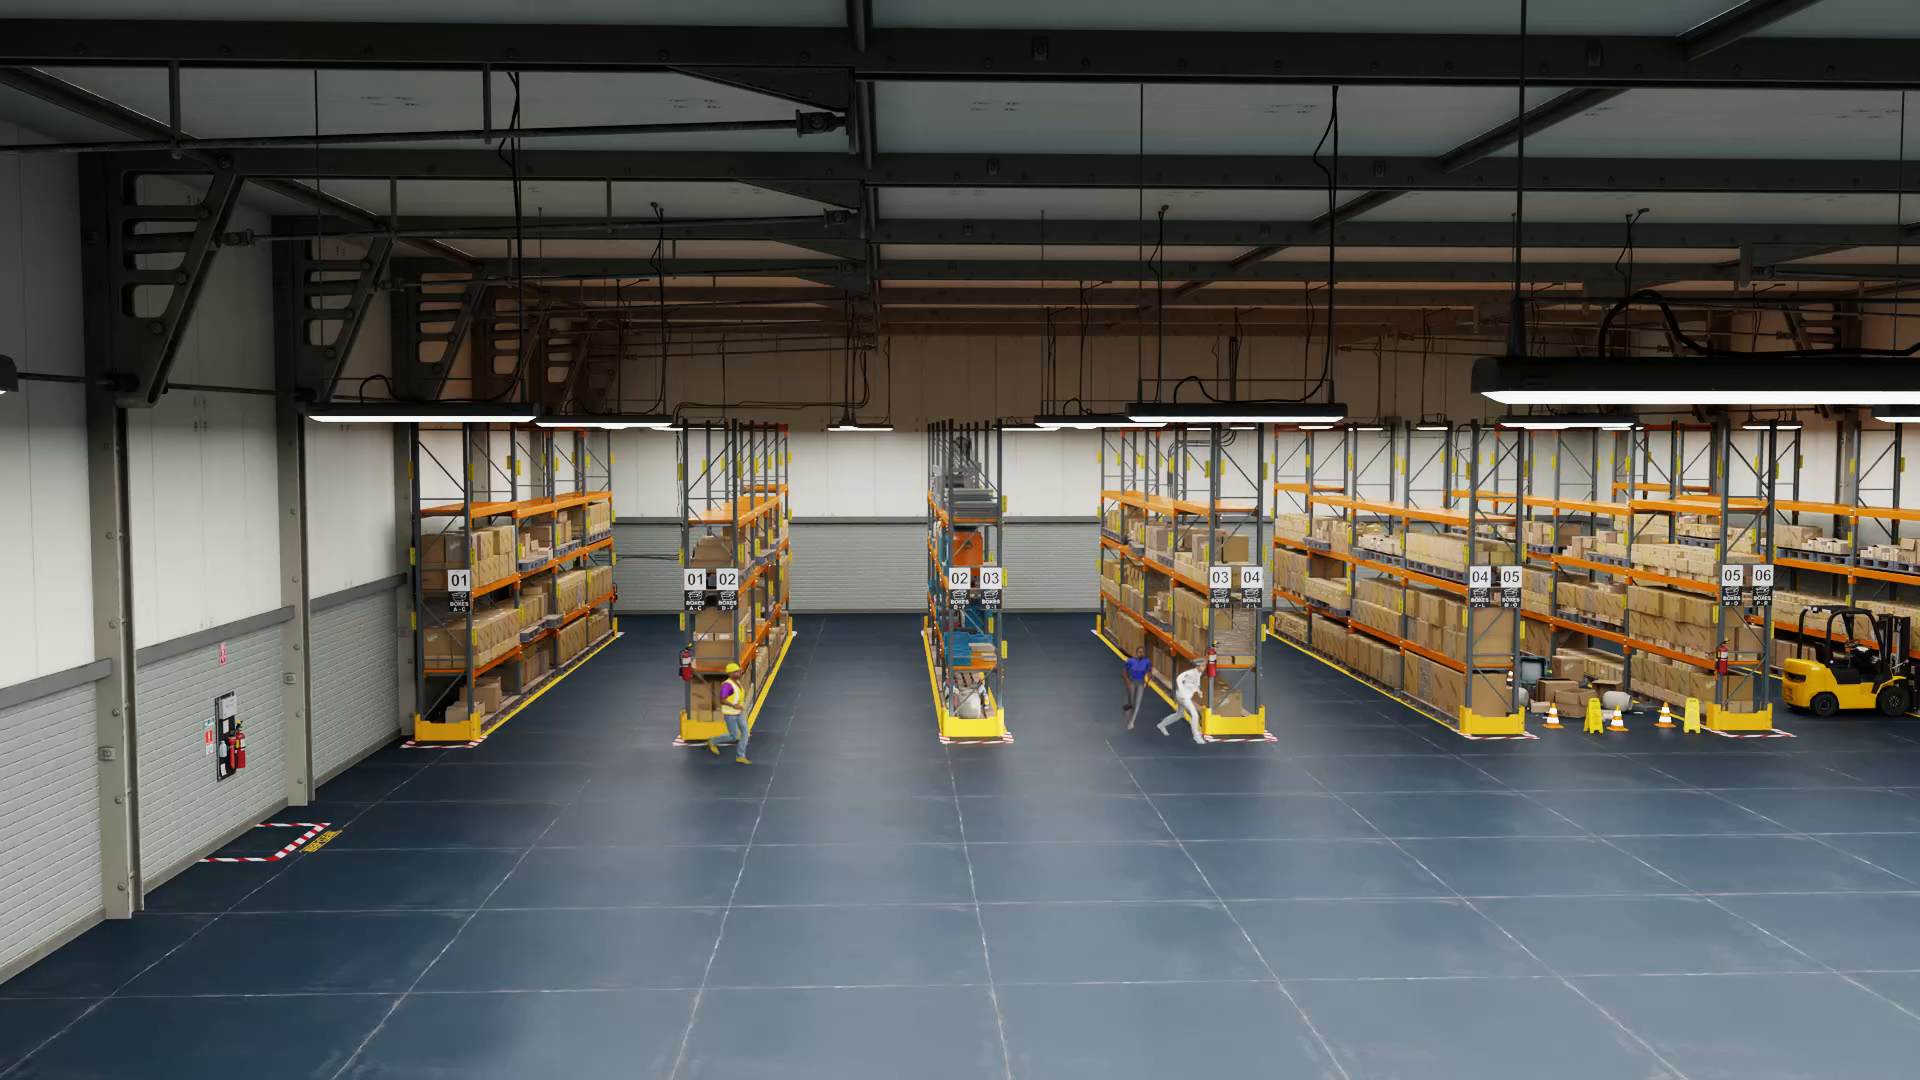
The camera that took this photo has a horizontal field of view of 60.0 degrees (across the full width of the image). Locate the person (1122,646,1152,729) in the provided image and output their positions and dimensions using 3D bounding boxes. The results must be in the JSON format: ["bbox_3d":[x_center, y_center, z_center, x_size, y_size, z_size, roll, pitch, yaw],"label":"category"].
[{"bbox_3d":[3.467,2.858,32.619,0.586,1.610,0.730,-1,4,-9],"label":"person"}]

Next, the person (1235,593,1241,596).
[{"bbox_3d":[7.759,1.888,46.724,0.737,1.693,0.561,0,4,-2],"label":"person"}]

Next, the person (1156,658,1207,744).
[{"bbox_3d":[4.118,2.975,30.834,0.942,1.628,0.655,2,4,30],"label":"person"}]

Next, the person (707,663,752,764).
[{"bbox_3d":[-3.993,3.019,28.916,0.825,1.764,0.708,1,4,17],"label":"person"}]
